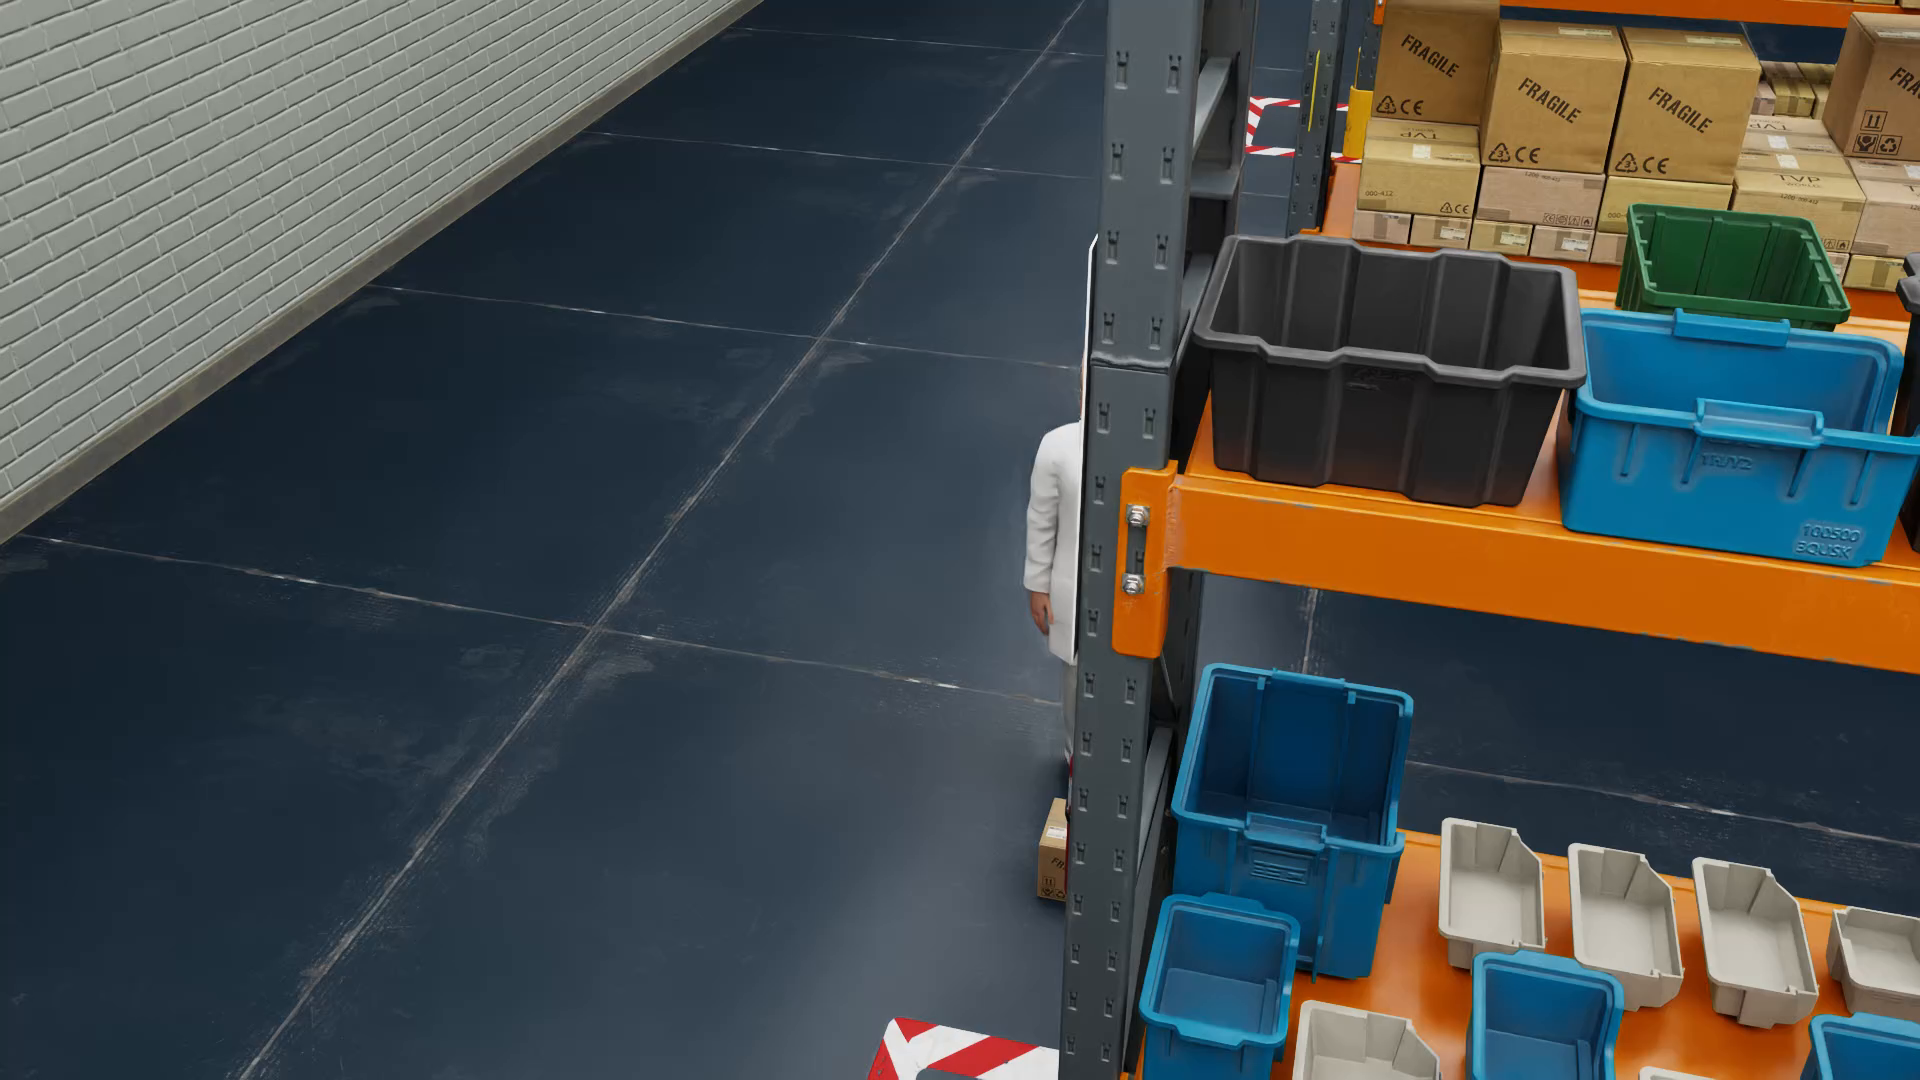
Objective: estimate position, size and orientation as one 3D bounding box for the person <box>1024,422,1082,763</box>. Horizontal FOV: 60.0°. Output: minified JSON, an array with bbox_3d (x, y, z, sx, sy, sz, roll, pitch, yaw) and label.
[{"bbox_3d":[0.564,0.247,5.746,0.625,1.778,0.702,-5,33,-7],"label":"person"}]
